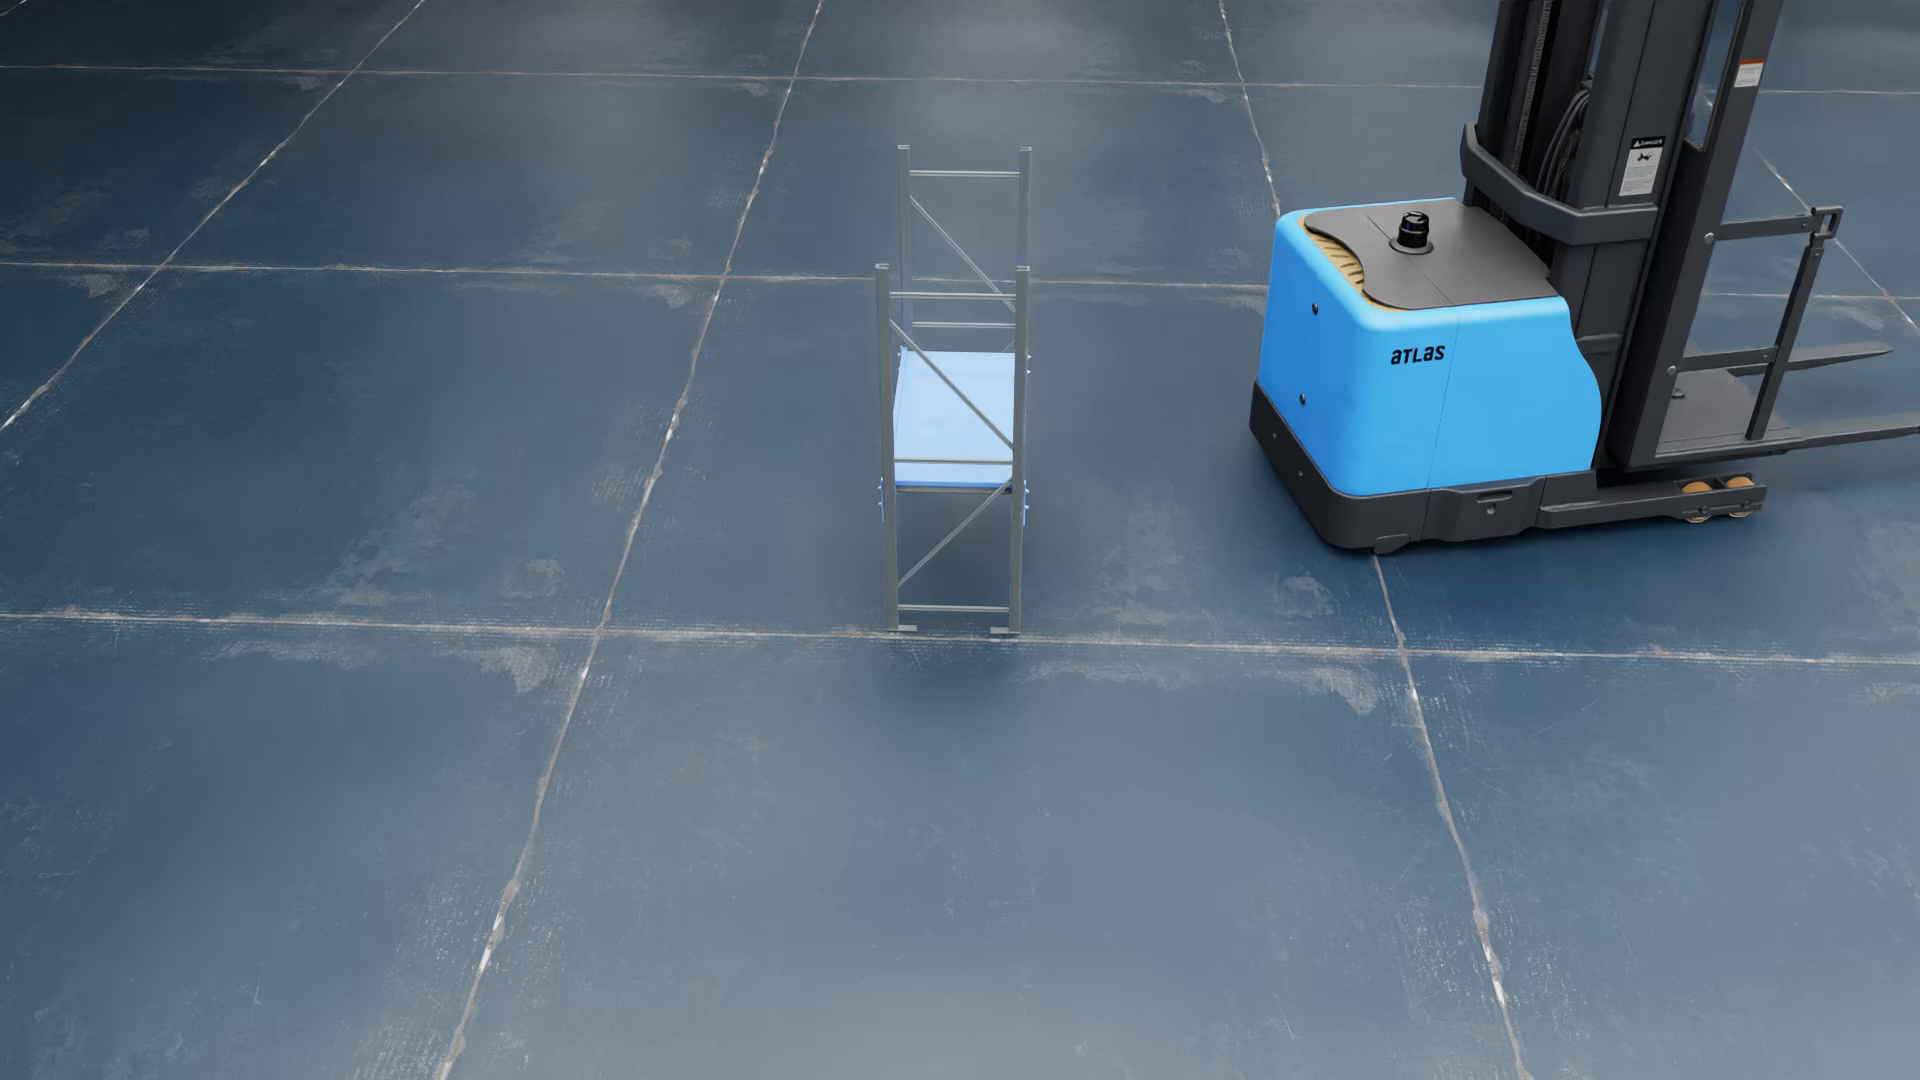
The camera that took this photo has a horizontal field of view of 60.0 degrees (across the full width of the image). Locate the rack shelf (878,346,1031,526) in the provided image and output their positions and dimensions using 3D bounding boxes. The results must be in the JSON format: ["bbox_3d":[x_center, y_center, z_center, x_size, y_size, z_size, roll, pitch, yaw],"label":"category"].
[{"bbox_3d":[-0.003,-0.417,6.352,0.538,0.185,1.000,1,35,2],"label":"rack shelf"}]

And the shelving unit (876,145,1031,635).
[{"bbox_3d":[-0.003,-0.565,6.249,0.538,1.500,1.048,1,35,2],"label":"shelving unit"}]

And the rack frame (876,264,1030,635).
[{"bbox_3d":[-0.024,-0.273,5.833,0.500,1.500,0.032,1,35,2],"label":"rack frame"}]

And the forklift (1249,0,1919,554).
[{"bbox_3d":[2.845,-1.562,6.424,3.031,2.935,1.130,-7,36,-9],"label":"forklift"}]

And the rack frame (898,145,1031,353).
[{"bbox_3d":[0.017,-0.857,6.665,0.500,1.500,0.032,1,35,2],"label":"rack frame"}]
